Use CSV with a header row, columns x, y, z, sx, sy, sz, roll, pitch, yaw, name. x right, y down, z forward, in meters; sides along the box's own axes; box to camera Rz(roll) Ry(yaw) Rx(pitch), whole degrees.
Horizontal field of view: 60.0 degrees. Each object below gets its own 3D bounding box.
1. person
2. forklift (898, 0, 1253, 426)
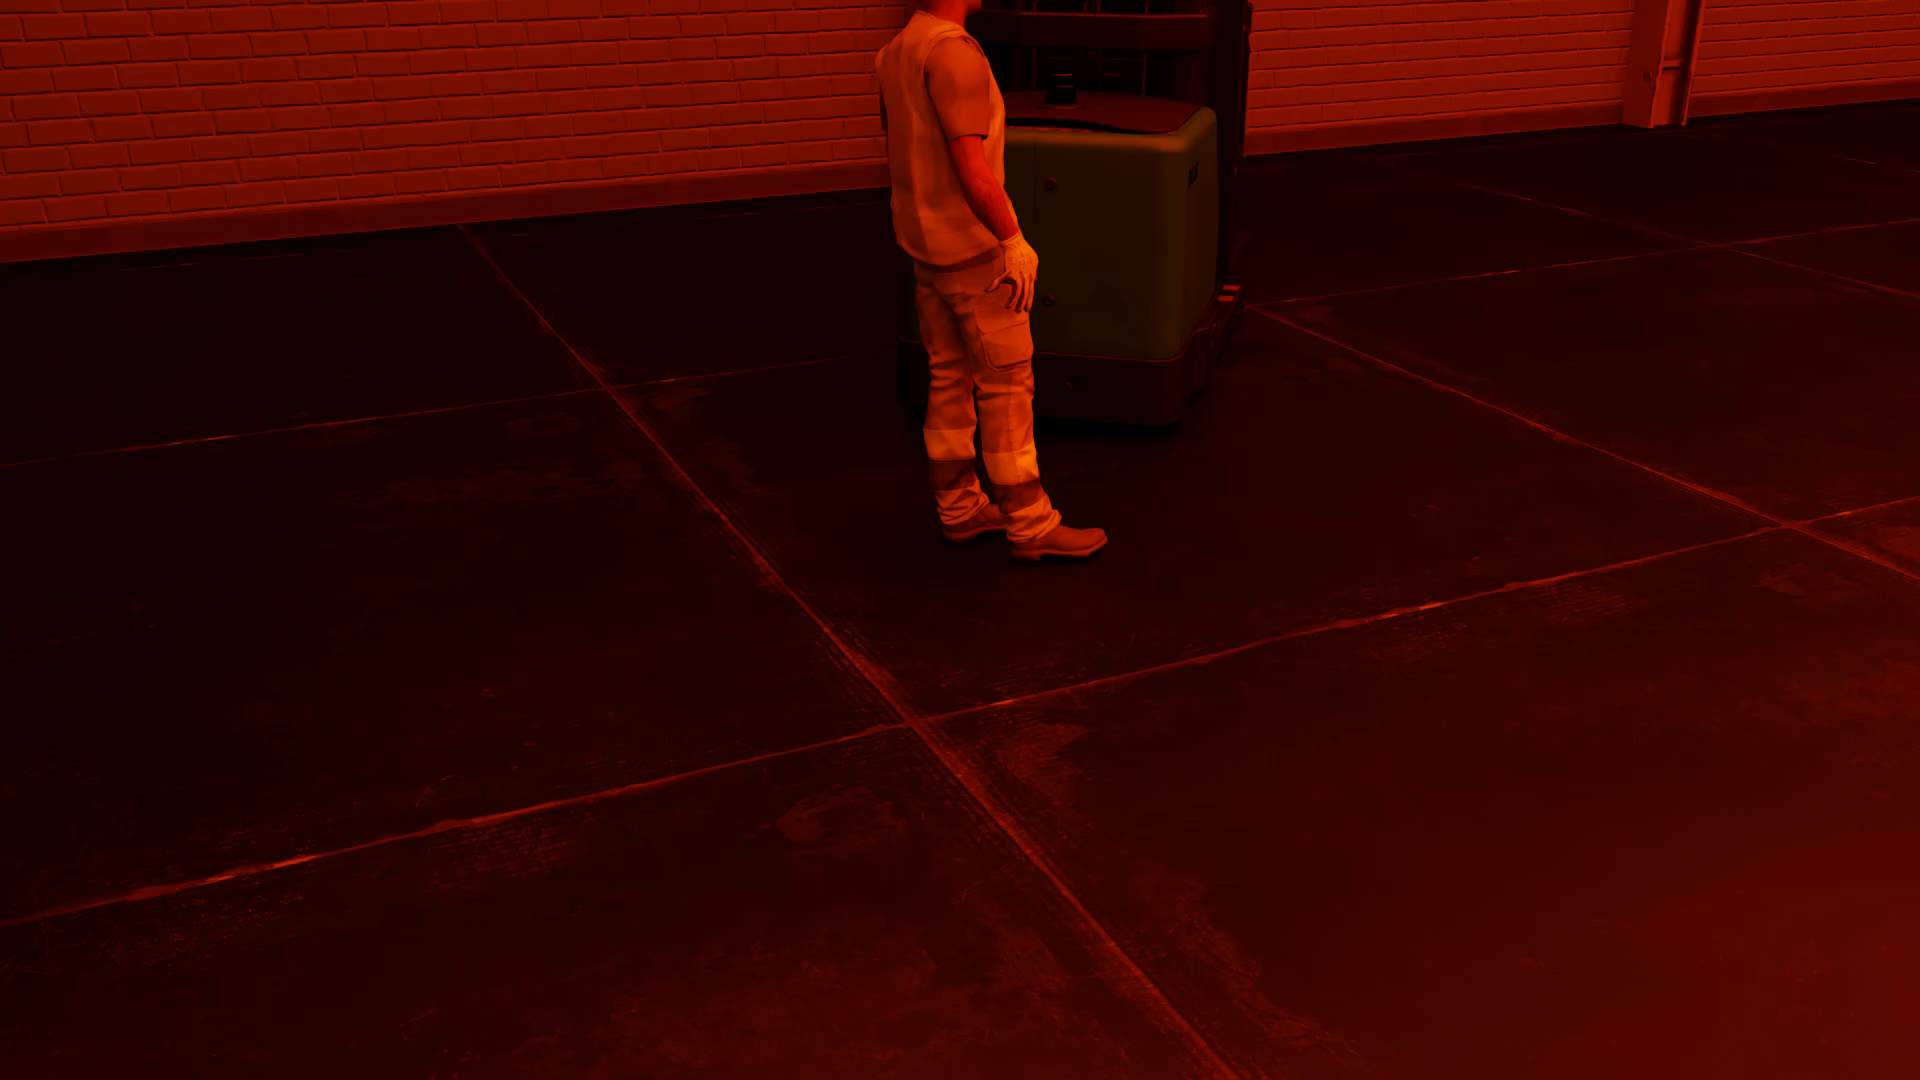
x,y,z,sx,sy,sz,roll,pitch,yaw,name
0.077,-0.842,4.782,0.564,1.787,0.638,-10,25,-23,person
0.659,-2.294,6.808,1.130,2.935,3.031,6,23,14,forklift
